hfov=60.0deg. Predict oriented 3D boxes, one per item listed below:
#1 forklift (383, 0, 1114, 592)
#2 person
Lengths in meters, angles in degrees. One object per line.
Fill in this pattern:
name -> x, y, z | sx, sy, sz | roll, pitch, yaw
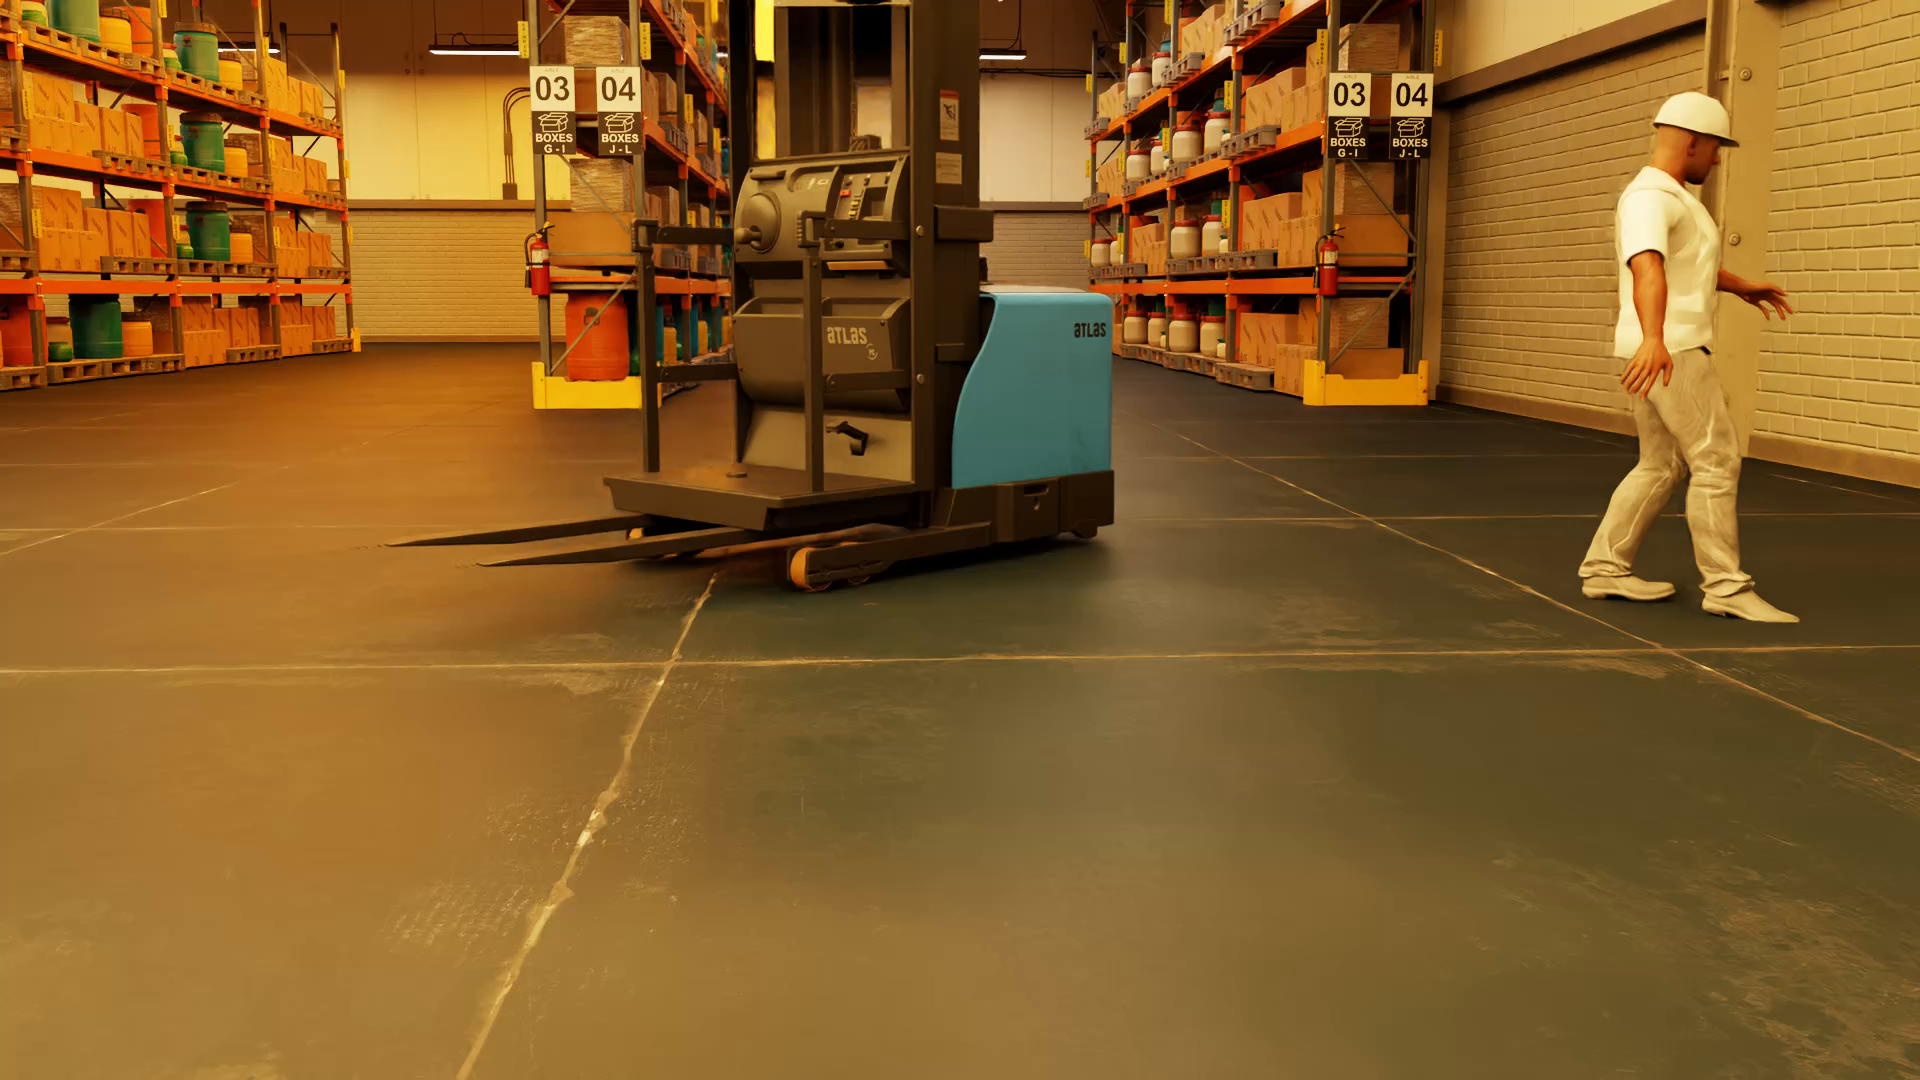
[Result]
forklift -> -0.702, -1.346, 6.392 | 1.130, 2.935, 3.031 | 8, 12, 43
person -> 2.499, -0.612, 5.612 | 0.707, 1.765, 1.052 | 4, 9, 23
